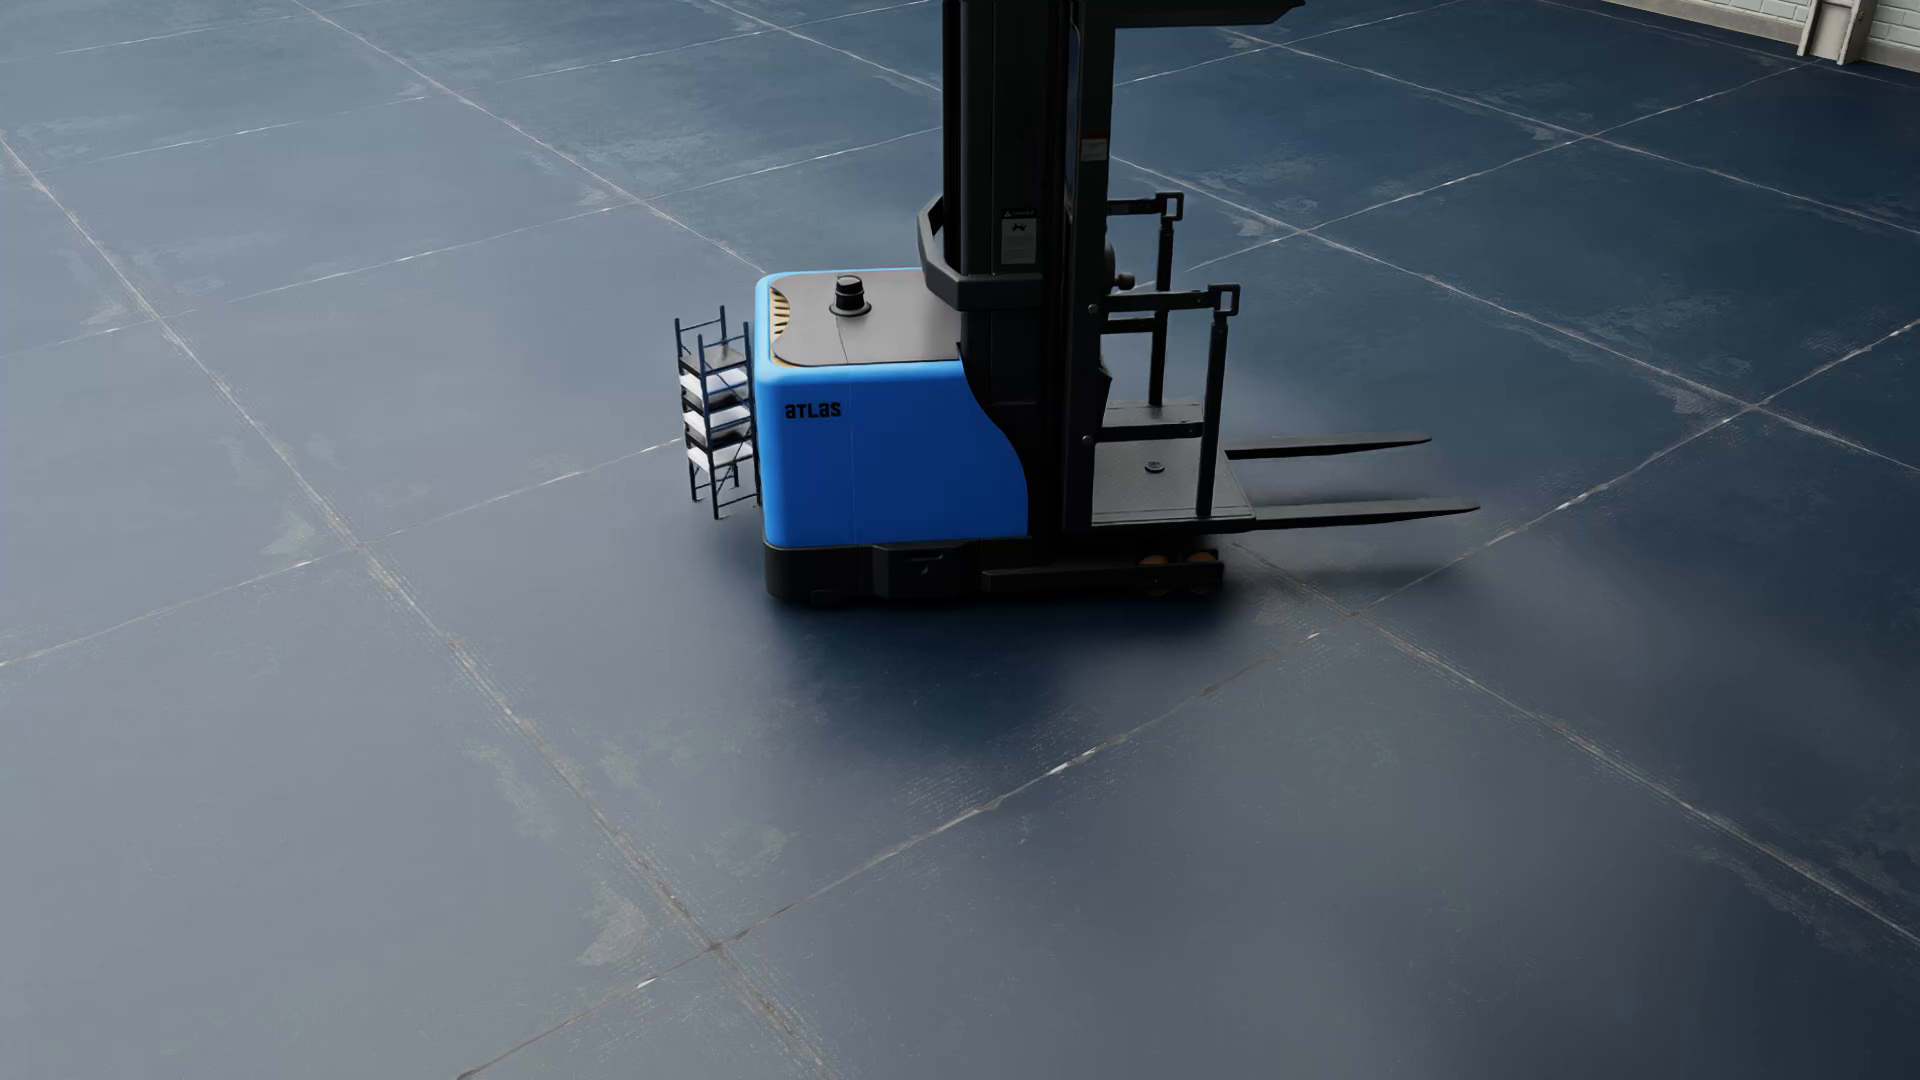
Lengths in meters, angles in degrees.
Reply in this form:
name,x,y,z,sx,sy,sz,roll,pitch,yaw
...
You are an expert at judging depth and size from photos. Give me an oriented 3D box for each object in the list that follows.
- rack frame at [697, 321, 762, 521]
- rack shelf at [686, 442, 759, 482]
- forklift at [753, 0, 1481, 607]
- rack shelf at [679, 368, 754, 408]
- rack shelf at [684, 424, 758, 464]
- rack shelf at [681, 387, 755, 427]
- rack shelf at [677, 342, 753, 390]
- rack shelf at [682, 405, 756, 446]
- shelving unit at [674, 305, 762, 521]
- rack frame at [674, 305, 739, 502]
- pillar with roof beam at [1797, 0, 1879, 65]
name,x,y,z,sx,sy,sz,roll,pitch,yaw
rack frame,-0.994,-0.506,7.211,0.240,0.900,0.006,-21,37,-30
rack shelf,-1.054,-0.368,7.393,0.258,0.077,0.200,-21,37,-30
forklift,0.672,-1.290,6.550,3.031,2.935,1.130,-3,32,-5
rack shelf,-1.055,-0.674,7.204,0.258,0.077,0.200,-21,37,-30
rack shelf,-1.054,-0.444,7.346,0.258,0.077,0.200,-21,37,-30
rack shelf,-1.055,-0.598,7.251,0.258,0.077,0.200,-21,37,-30
rack shelf,-1.055,-0.751,7.157,0.258,0.077,0.200,-21,37,-30
rack shelf,-1.054,-0.521,7.298,0.258,0.077,0.200,-21,37,-30
shelving unit,-1.055,-0.549,7.281,0.258,0.900,0.210,-21,37,-30
rack frame,-1.115,-0.592,7.351,0.240,0.900,0.006,-21,37,-30
pillar with roof beam,3.725,-6.394,9.015,9.100,9.000,0.400,-22,38,-31
